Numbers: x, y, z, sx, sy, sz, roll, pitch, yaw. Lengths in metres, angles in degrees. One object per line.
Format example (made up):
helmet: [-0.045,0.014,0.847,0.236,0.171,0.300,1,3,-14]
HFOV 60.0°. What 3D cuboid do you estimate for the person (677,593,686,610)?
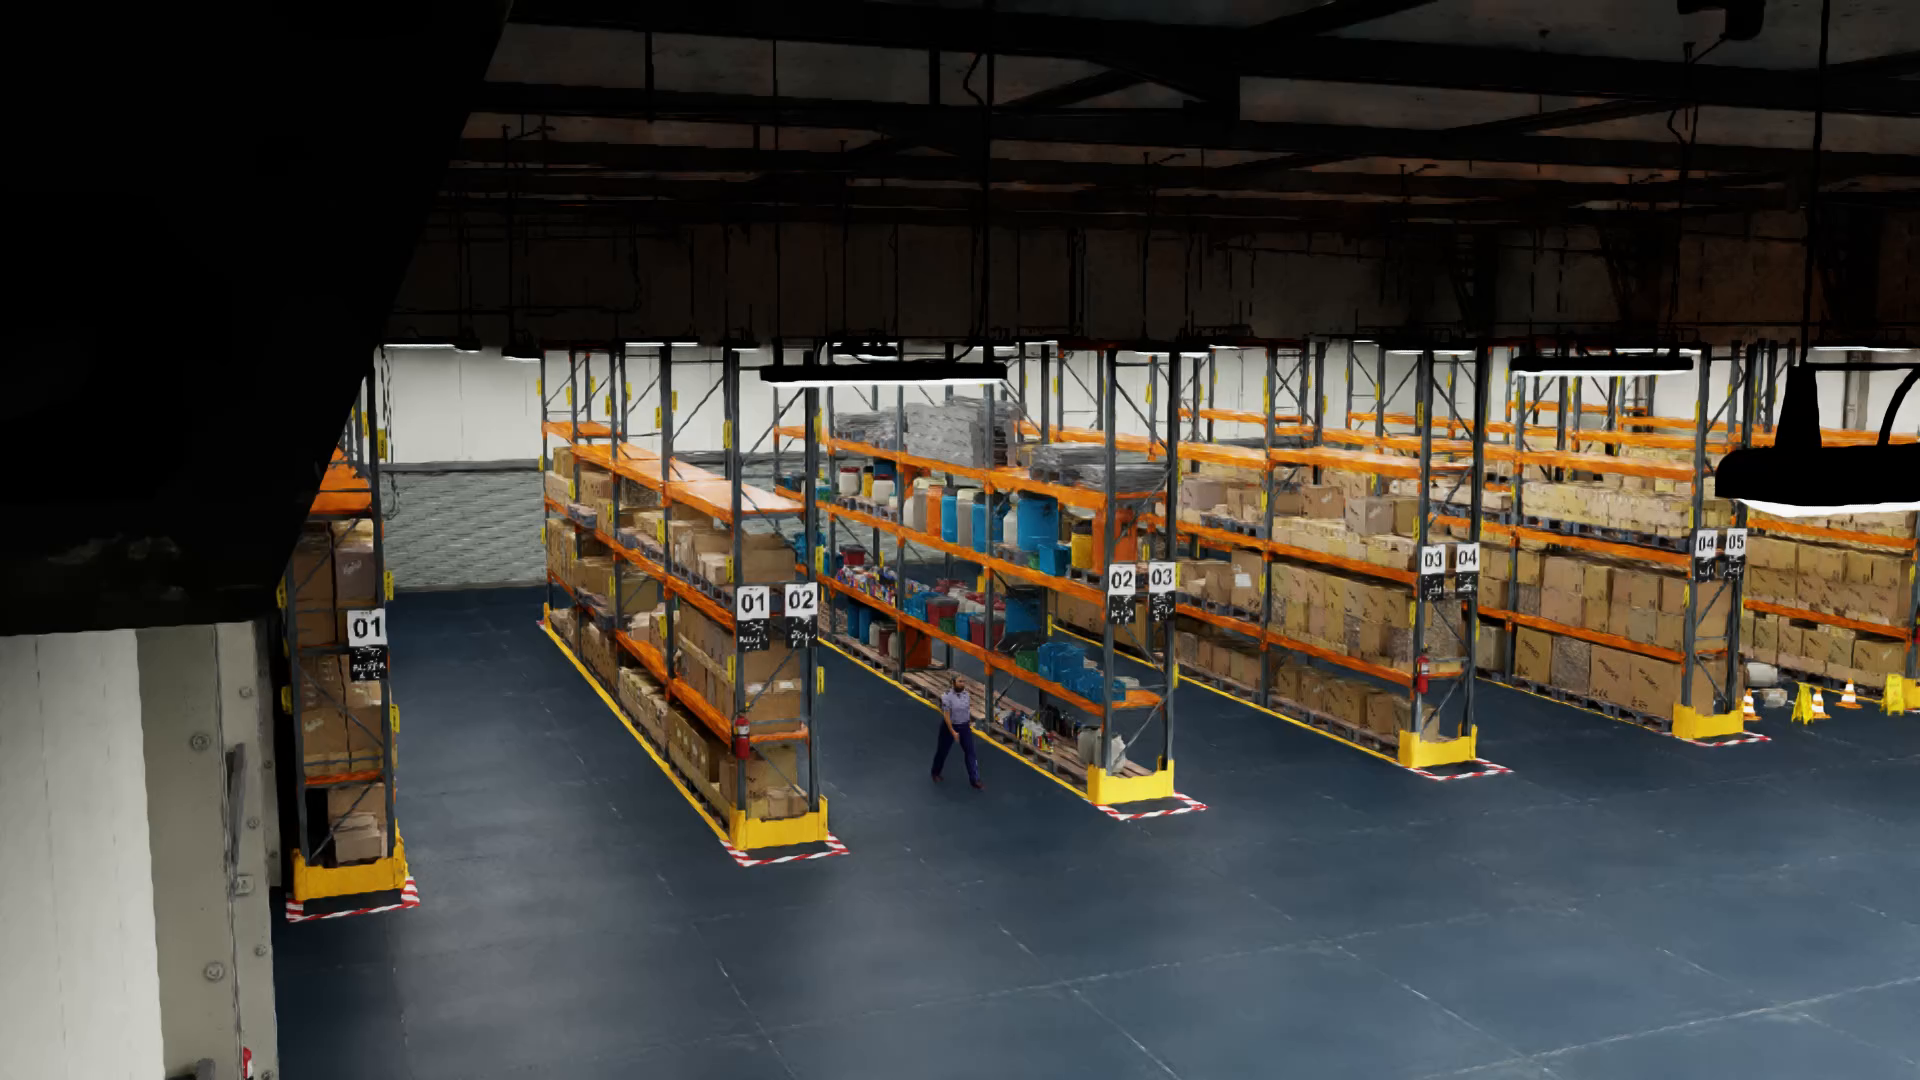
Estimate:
person: [-5.630,1.116,33.114,0.390,1.792,0.671,-5,9,-32]

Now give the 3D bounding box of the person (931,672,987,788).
person: [-0.058,2.581,22.769,0.478,1.576,0.999,-4,9,-30]
